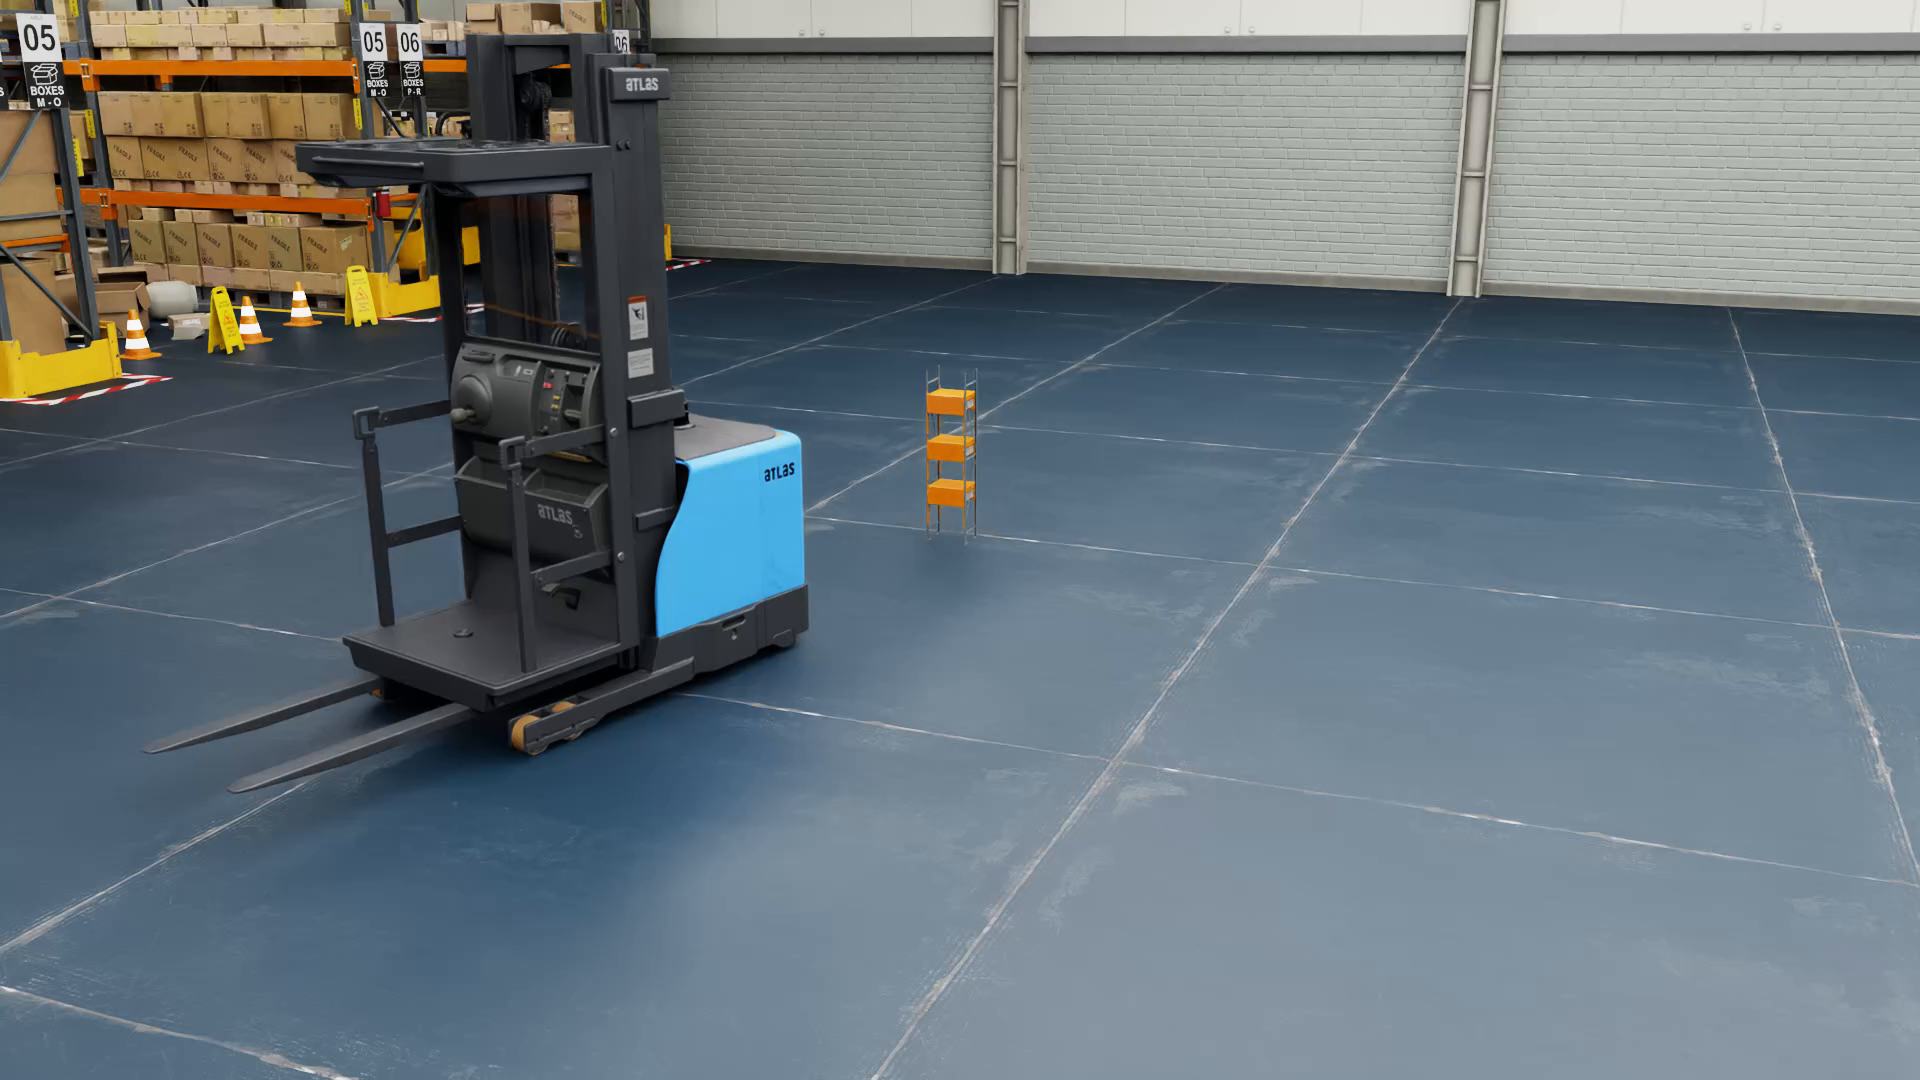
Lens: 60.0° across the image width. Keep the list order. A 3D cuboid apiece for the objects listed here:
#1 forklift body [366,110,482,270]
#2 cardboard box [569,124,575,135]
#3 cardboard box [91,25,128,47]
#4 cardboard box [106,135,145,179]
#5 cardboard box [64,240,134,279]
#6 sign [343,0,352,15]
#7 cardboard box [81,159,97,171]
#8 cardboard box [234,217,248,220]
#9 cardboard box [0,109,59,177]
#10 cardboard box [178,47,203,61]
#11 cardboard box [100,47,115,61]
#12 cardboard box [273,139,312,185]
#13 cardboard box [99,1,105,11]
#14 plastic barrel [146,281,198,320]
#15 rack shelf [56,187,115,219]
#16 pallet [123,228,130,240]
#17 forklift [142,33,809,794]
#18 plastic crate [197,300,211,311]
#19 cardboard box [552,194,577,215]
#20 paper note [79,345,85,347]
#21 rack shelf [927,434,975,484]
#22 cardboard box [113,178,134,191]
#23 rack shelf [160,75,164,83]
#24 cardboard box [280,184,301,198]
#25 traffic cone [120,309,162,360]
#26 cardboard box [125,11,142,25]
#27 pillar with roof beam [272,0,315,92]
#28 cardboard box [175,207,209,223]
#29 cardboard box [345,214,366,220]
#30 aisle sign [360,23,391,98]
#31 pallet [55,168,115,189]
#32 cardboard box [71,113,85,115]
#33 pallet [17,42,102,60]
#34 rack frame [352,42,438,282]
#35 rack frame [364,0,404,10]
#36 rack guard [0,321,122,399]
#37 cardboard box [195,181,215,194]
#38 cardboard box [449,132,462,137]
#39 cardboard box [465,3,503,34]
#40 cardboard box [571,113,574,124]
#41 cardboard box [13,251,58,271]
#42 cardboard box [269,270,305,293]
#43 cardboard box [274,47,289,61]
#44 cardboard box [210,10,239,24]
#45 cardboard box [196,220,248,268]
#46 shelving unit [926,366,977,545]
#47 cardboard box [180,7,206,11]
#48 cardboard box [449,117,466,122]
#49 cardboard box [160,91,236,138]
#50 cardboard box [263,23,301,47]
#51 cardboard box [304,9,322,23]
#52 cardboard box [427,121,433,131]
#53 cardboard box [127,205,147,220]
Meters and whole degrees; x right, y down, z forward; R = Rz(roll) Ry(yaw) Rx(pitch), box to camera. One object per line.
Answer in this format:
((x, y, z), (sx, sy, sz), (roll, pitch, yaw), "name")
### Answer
((-7.016, -4.721, 22.578), (1.214, 2.155, 2.313), (6, 17, 21), "forklift body")
((-5.257, -5.749, 23.253), (0.250, 0.149, 0.380), (7, 17, 22), "cardboard box")
((-9.813, -5.925, 19.557), (0.500, 0.250, 0.500), (6, 17, 19), "cardboard box")
((-9.815, -4.603, 19.936), (0.500, 0.500, 0.500), (6, 17, 20), "cardboard box")
((-10.611, -3.522, 20.886), (0.625, 0.372, 0.950), (7, 17, 21), "cardboard box")
((-6.623, -5.844, 17.955), (0.005, 0.325, 0.100), (6, 17, 21), "sign")
((-10.702, -4.591, 20.306), (0.250, 0.149, 0.380), (7, 17, 21), "cardboard box")
((-8.524, -3.676, 20.290), (0.500, 0.500, 0.500), (7, 18, 24), "cardboard box")
((-8.454, -3.465, 14.522), (0.550, 0.550, 0.875), (6, 17, 21), "cardboard box")
((-8.755, -5.599, 19.151), (0.250, 0.149, 0.380), (6, 17, 20), "cardboard box")
((-9.920, -5.753, 19.680), (0.250, 0.149, 0.380), (6, 17, 20), "cardboard box")
((-7.471, -4.348, 19.056), (0.500, 0.500, 0.500), (6, 17, 21), "cardboard box")
((-10.986, -6.552, 20.600), (0.500, 0.250, 0.500), (6, 17, 19), "cardboard box")
((-8.878, -2.702, 18.720), (0.512, 0.421, 0.421), (-9, 18, -27), "plastic barrel")
((-11.982, -4.388, 21.200), (4.000, 0.370, 1.077), (6, 17, 21), "rack shelf")
((-12.706, -4.973, 26.926), (1.213, 0.211, 1.003), (6, 17, 21), "pallet")
((-2.045, -0.651, 7.160), (1.130, 2.935, 3.031), (12, 20, 35), "forklift")
((-8.962, -2.754, 19.517), (0.583, 0.080, 0.402), (0, 16, 1), "plastic crate")
((-5.603, -4.786, 23.665), (0.500, 0.250, 0.500), (7, 17, 22), "cardboard box")
((-8.920, -1.996, 16.997), (0.142, 0.017, 0.144), (14, 21, 40), "paper note")
((-0.050, -0.499, 10.049), (0.240, 0.259, 0.215), (6, 17, 21), "rack shelf")
((-9.946, -4.293, 20.033), (0.250, 0.149, 0.380), (6, 17, 20), "cardboard box")
((-13.885, -7.526, 26.627), (4.000, 0.370, 1.077), (6, 17, 21), "rack shelf")
((-7.585, -4.030, 19.125), (0.250, 0.149, 0.380), (7, 17, 22), "cardboard box")
((-8.096, -2.030, 16.337), (0.334, 0.463, 0.336), (6, 17, 21), "traffic cone")
((-9.454, -6.067, 19.332), (0.250, 0.149, 0.380), (6, 17, 19), "cardboard box")
((-12.061, -8.091, 21.904), (0.400, 9.000, 9.100), (6, 17, 21), "pillar with roof beam")
((-9.099, -3.871, 19.799), (0.250, 0.149, 0.380), (7, 18, 23), "cardboard box")
((-8.793, -4.929, 25.277), (0.625, 0.625, 0.875), (7, 18, 23), "cardboard box")
((-6.449, -5.287, 18.342), (0.004, 0.787, 0.394), (6, 17, 21), "aisle sign")
((-10.779, -4.553, 20.821), (1.213, 0.211, 1.003), (6, 17, 21), "pallet")
((-10.919, -5.095, 20.879), (0.500, 0.500, 0.500), (6, 17, 21), "cardboard box")
((-10.657, -5.970, 20.316), (1.003, 0.211, 1.213), (6, 17, 21), "pallet")
((-6.401, -4.120, 18.986), (0.127, 3.000, 1.000), (6, 17, 21), "rack frame")
((-8.304, -8.698, 23.995), (0.127, 3.000, 1.000), (6, 17, 21), "rack frame")
((-8.101, -1.623, 14.868), (0.348, 0.500, 1.175), (6, 17, 21), "rack guard")
((-8.760, -4.160, 19.574), (0.250, 0.149, 0.380), (6, 17, 21), "cardboard box")
((-7.025, -5.652, 24.081), (0.500, 0.500, 0.500), (6, 17, 20), "cardboard box")
((-6.530, -7.330, 23.545), (0.637, 0.503, 0.797), (7, 18, 22), "cardboard box")
((-5.234, -5.909, 23.273), (0.250, 0.149, 0.380), (6, 17, 21), "cardboard box")
((-10.747, -3.228, 19.037), (0.500, 0.500, 0.500), (6, 17, 21), "cardboard box")
((-7.730, -3.069, 19.545), (0.500, 0.250, 0.500), (6, 17, 21), "cardboard box")
((-7.525, -5.500, 18.810), (0.250, 0.149, 0.380), (6, 17, 21), "cardboard box")
((-8.263, -5.929, 18.857), (0.250, 0.149, 0.380), (7, 18, 22), "cardboard box")
((-8.688, -3.535, 19.804), (0.500, 0.500, 0.500), (7, 18, 24), "cardboard box")
((-0.050, -0.510, 10.046), (0.252, 1.050, 0.215), (6, 17, 21), "shelving unit")
((-11.440, -7.827, 25.263), (0.500, 0.500, 0.500), (6, 17, 21), "cardboard box")
((-7.146, -6.110, 23.965), (0.250, 0.149, 0.380), (6, 17, 20), "cardboard box")
((-8.868, -4.983, 19.451), (0.500, 0.500, 0.700), (6, 17, 19), "cardboard box")
((-7.438, -5.669, 18.677), (0.500, 0.250, 0.500), (6, 17, 20), "cardboard box")
((-7.049, -5.817, 18.472), (0.250, 0.149, 0.380), (7, 17, 22), "cardboard box")
((-7.610, -6.030, 24.223), (0.250, 0.149, 0.380), (6, 17, 21), "cardboard box")
((-12.959, -5.269, 26.673), (0.500, 0.500, 0.500), (6, 17, 20), "cardboard box")
